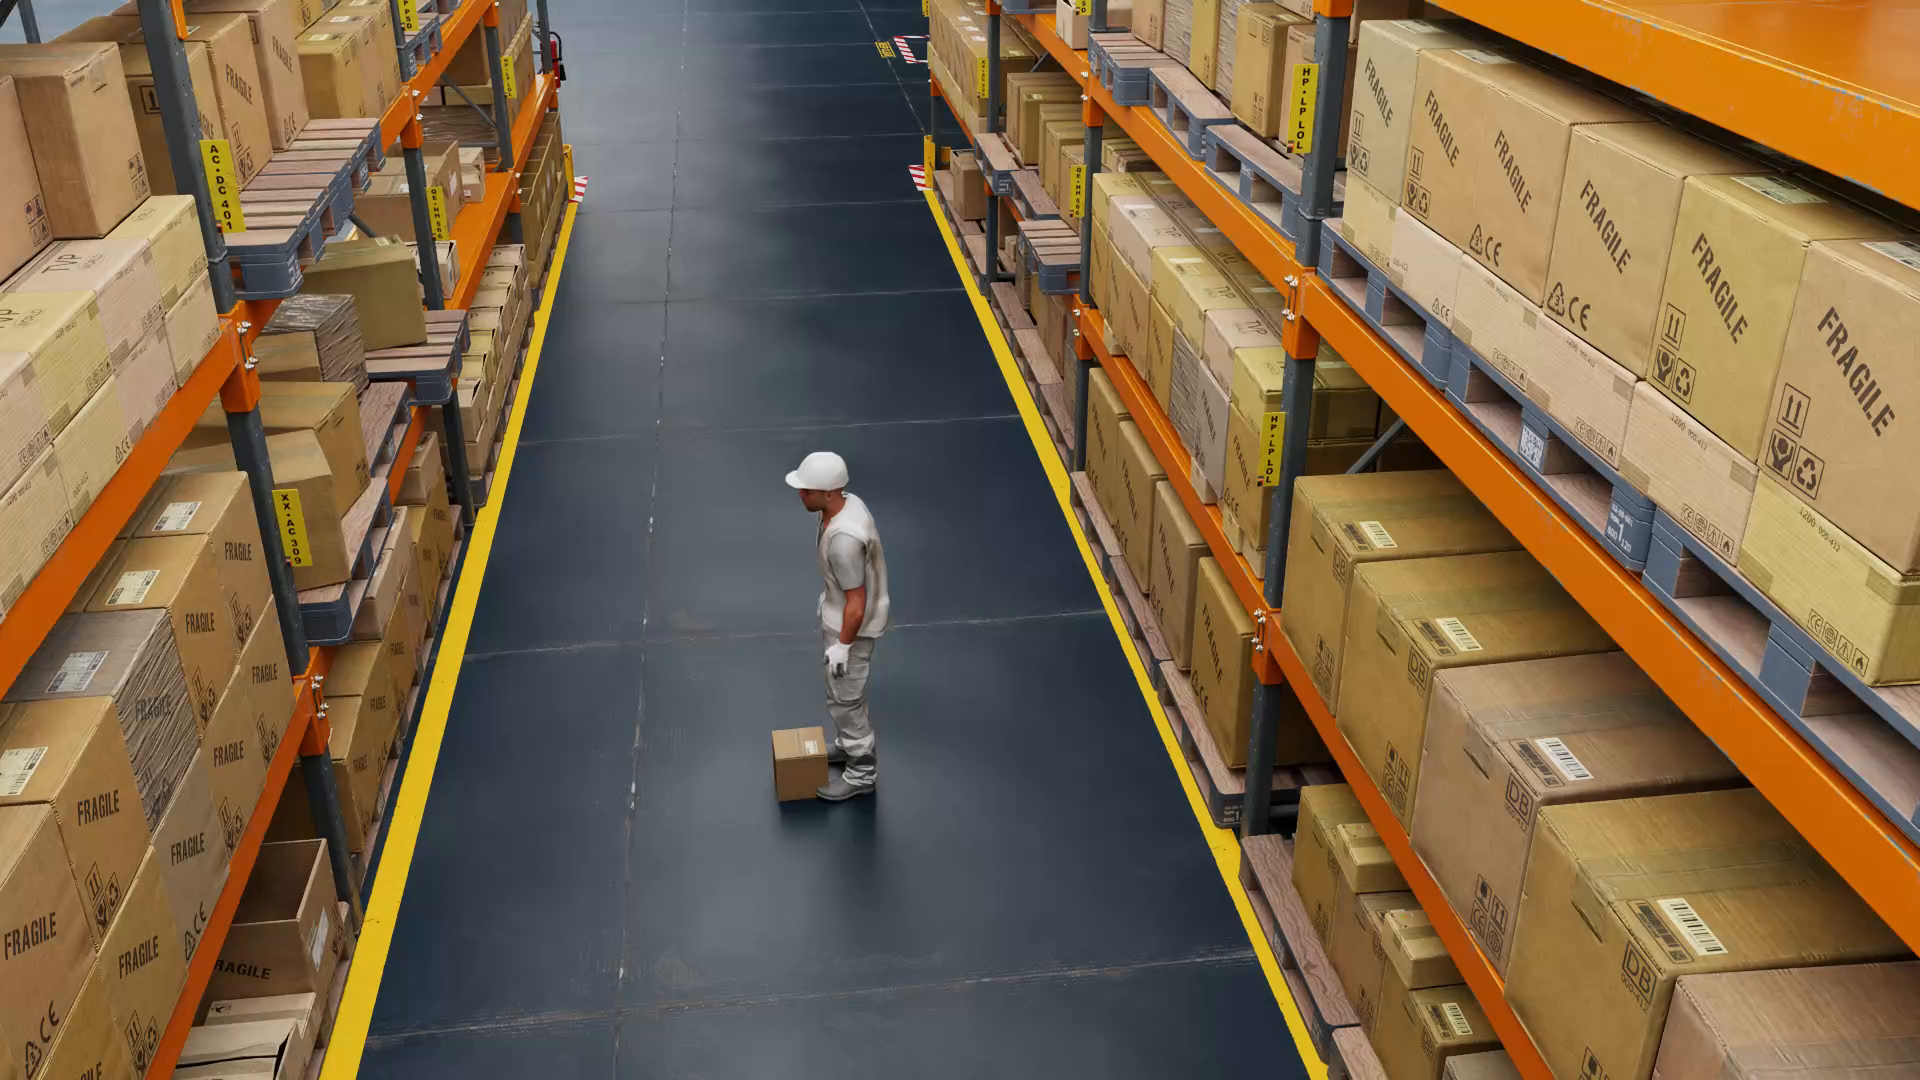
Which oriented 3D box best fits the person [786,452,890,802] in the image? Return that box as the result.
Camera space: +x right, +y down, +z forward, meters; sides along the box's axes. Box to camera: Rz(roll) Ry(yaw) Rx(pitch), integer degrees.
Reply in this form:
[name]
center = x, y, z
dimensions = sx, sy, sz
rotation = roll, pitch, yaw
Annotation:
[person]
center = -0.560, 0.392, 7.826
dimensions = 0.449, 1.780, 0.607
rotation = -4, 27, -7
